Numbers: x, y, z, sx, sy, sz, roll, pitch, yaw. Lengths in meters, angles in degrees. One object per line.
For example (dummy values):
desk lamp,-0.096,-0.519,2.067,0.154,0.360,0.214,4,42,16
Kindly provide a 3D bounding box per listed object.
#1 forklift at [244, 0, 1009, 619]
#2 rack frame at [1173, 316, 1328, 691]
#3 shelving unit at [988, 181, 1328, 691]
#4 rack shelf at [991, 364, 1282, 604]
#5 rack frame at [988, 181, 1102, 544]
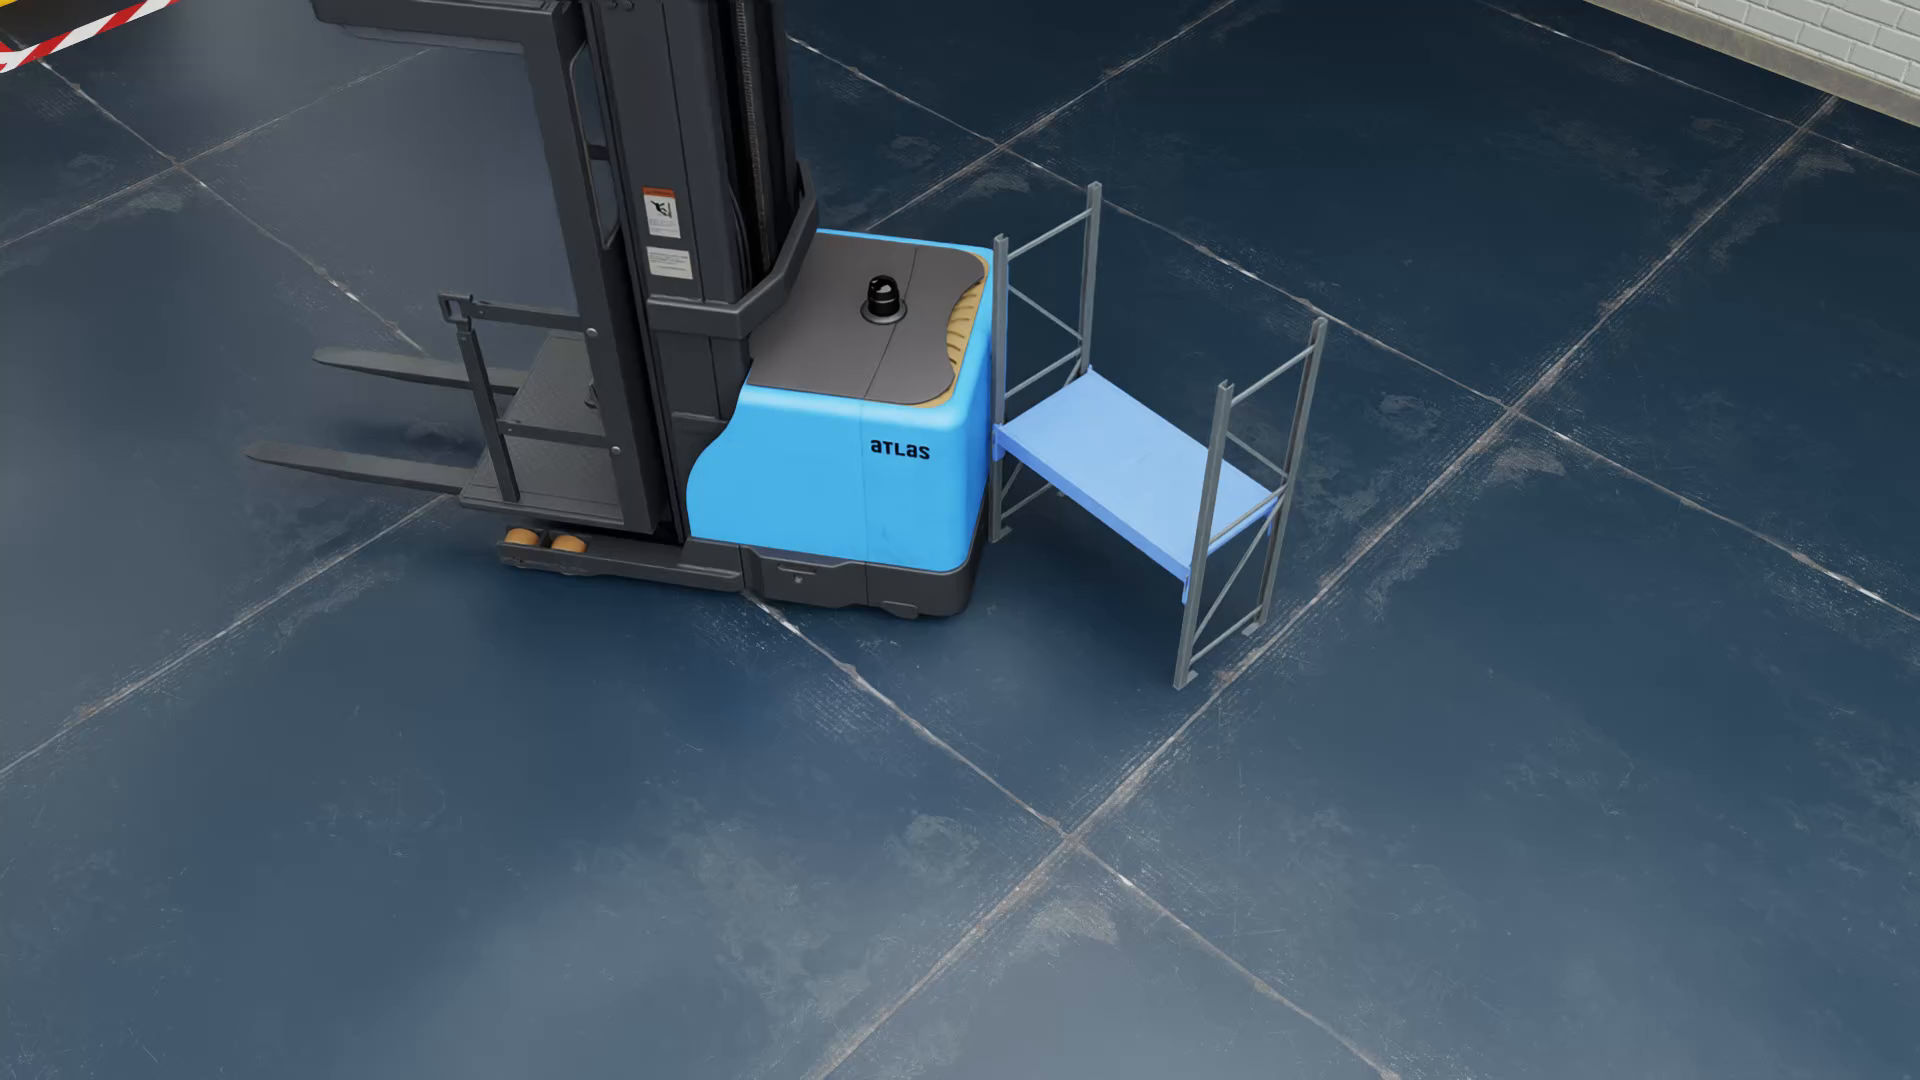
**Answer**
forklift,-1.371,-1.232,5.896,3.031,2.935,1.130,8,47,7
rack frame,0.992,-0.079,5.795,0.500,1.500,0.032,-34,55,-27
shelving unit,0.650,-0.353,6.053,0.538,1.500,1.048,-34,55,-27
rack shelf,0.650,-0.230,6.184,0.538,0.185,1.000,-34,55,-27
rack frame,0.308,-0.627,6.310,0.500,1.500,0.032,-34,55,-27
